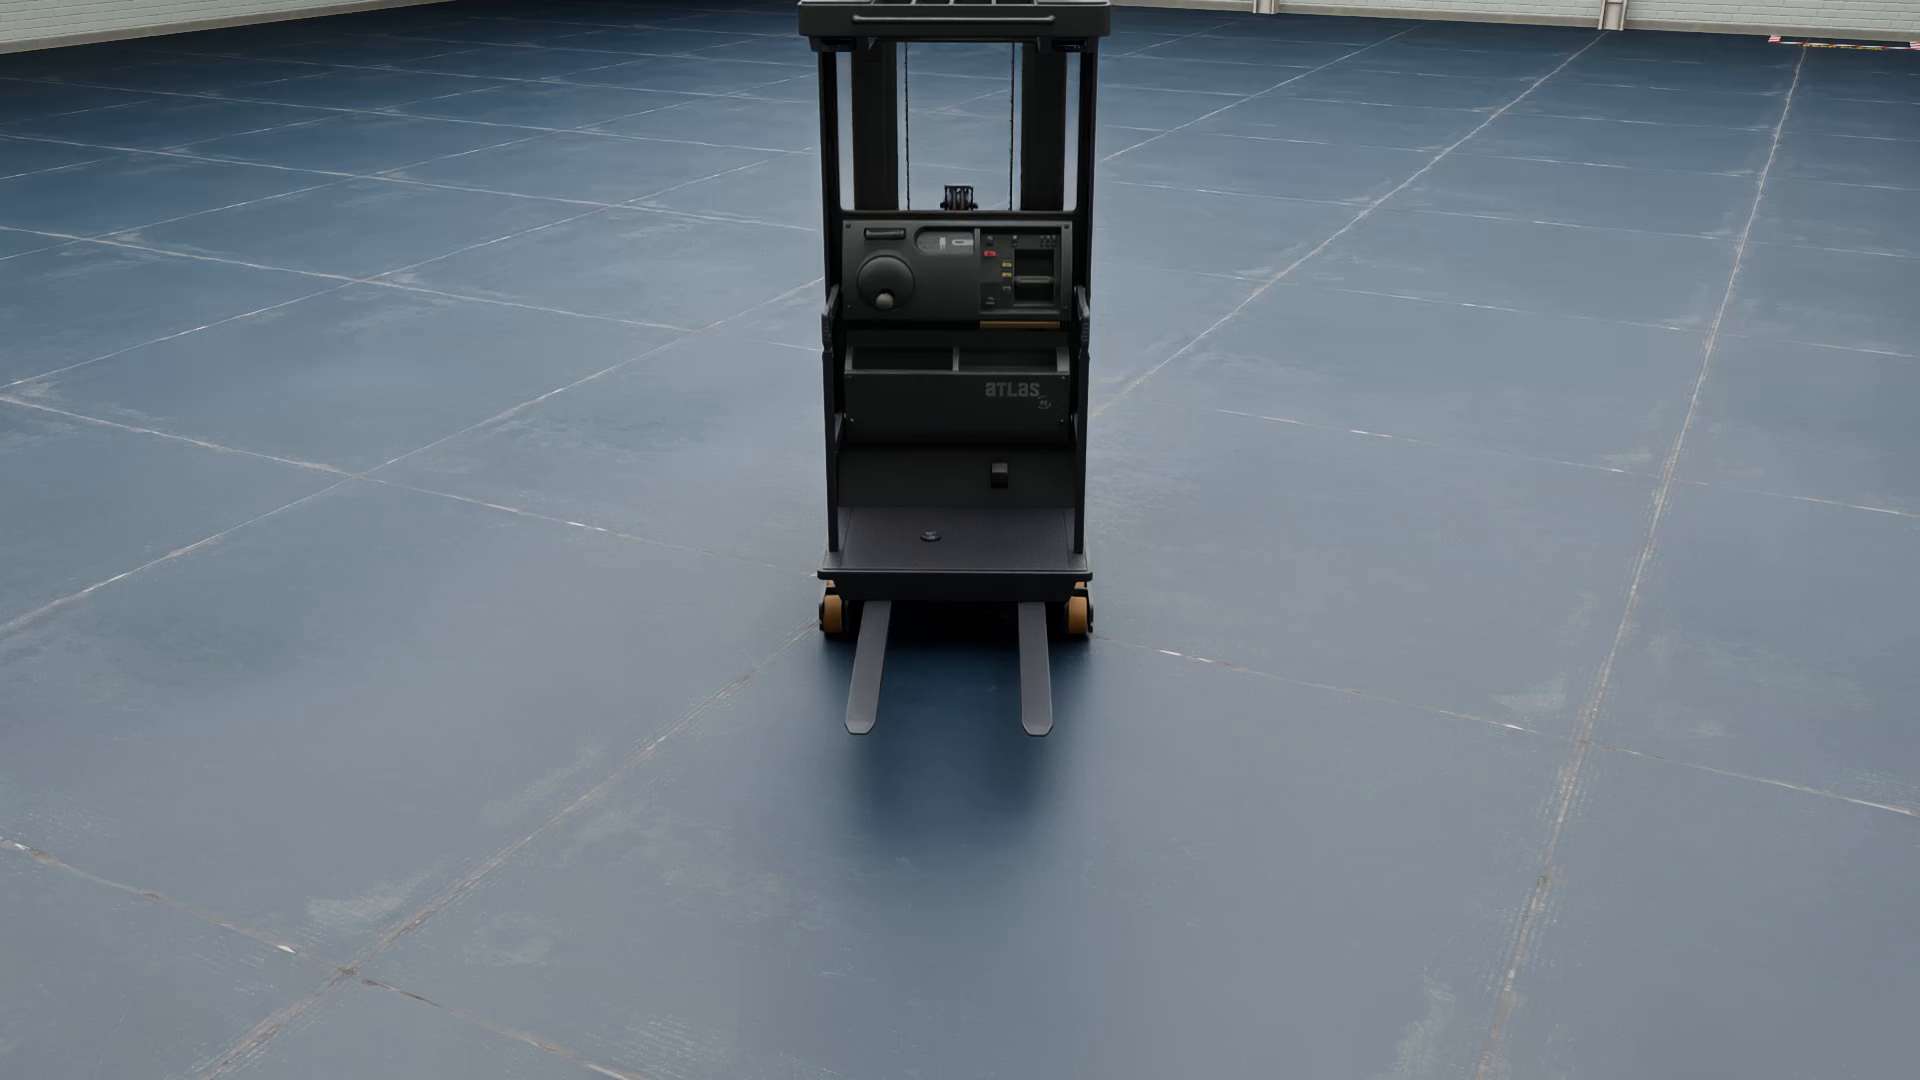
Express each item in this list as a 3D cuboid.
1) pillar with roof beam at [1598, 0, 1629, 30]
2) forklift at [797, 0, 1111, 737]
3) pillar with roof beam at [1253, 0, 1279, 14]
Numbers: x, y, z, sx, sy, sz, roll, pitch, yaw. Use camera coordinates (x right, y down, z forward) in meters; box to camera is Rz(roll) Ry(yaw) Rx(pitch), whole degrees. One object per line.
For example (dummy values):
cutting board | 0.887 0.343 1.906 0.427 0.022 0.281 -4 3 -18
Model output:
pillar with roof beam | 9.009 -11.230 22.658 0.400 9.000 9.100 11 25 25
forklift | -0.013 -1.078 6.540 1.130 2.935 3.031 0 23 1
pillar with roof beam | 3.655 -12.290 25.149 0.400 9.000 9.100 11 25 25
